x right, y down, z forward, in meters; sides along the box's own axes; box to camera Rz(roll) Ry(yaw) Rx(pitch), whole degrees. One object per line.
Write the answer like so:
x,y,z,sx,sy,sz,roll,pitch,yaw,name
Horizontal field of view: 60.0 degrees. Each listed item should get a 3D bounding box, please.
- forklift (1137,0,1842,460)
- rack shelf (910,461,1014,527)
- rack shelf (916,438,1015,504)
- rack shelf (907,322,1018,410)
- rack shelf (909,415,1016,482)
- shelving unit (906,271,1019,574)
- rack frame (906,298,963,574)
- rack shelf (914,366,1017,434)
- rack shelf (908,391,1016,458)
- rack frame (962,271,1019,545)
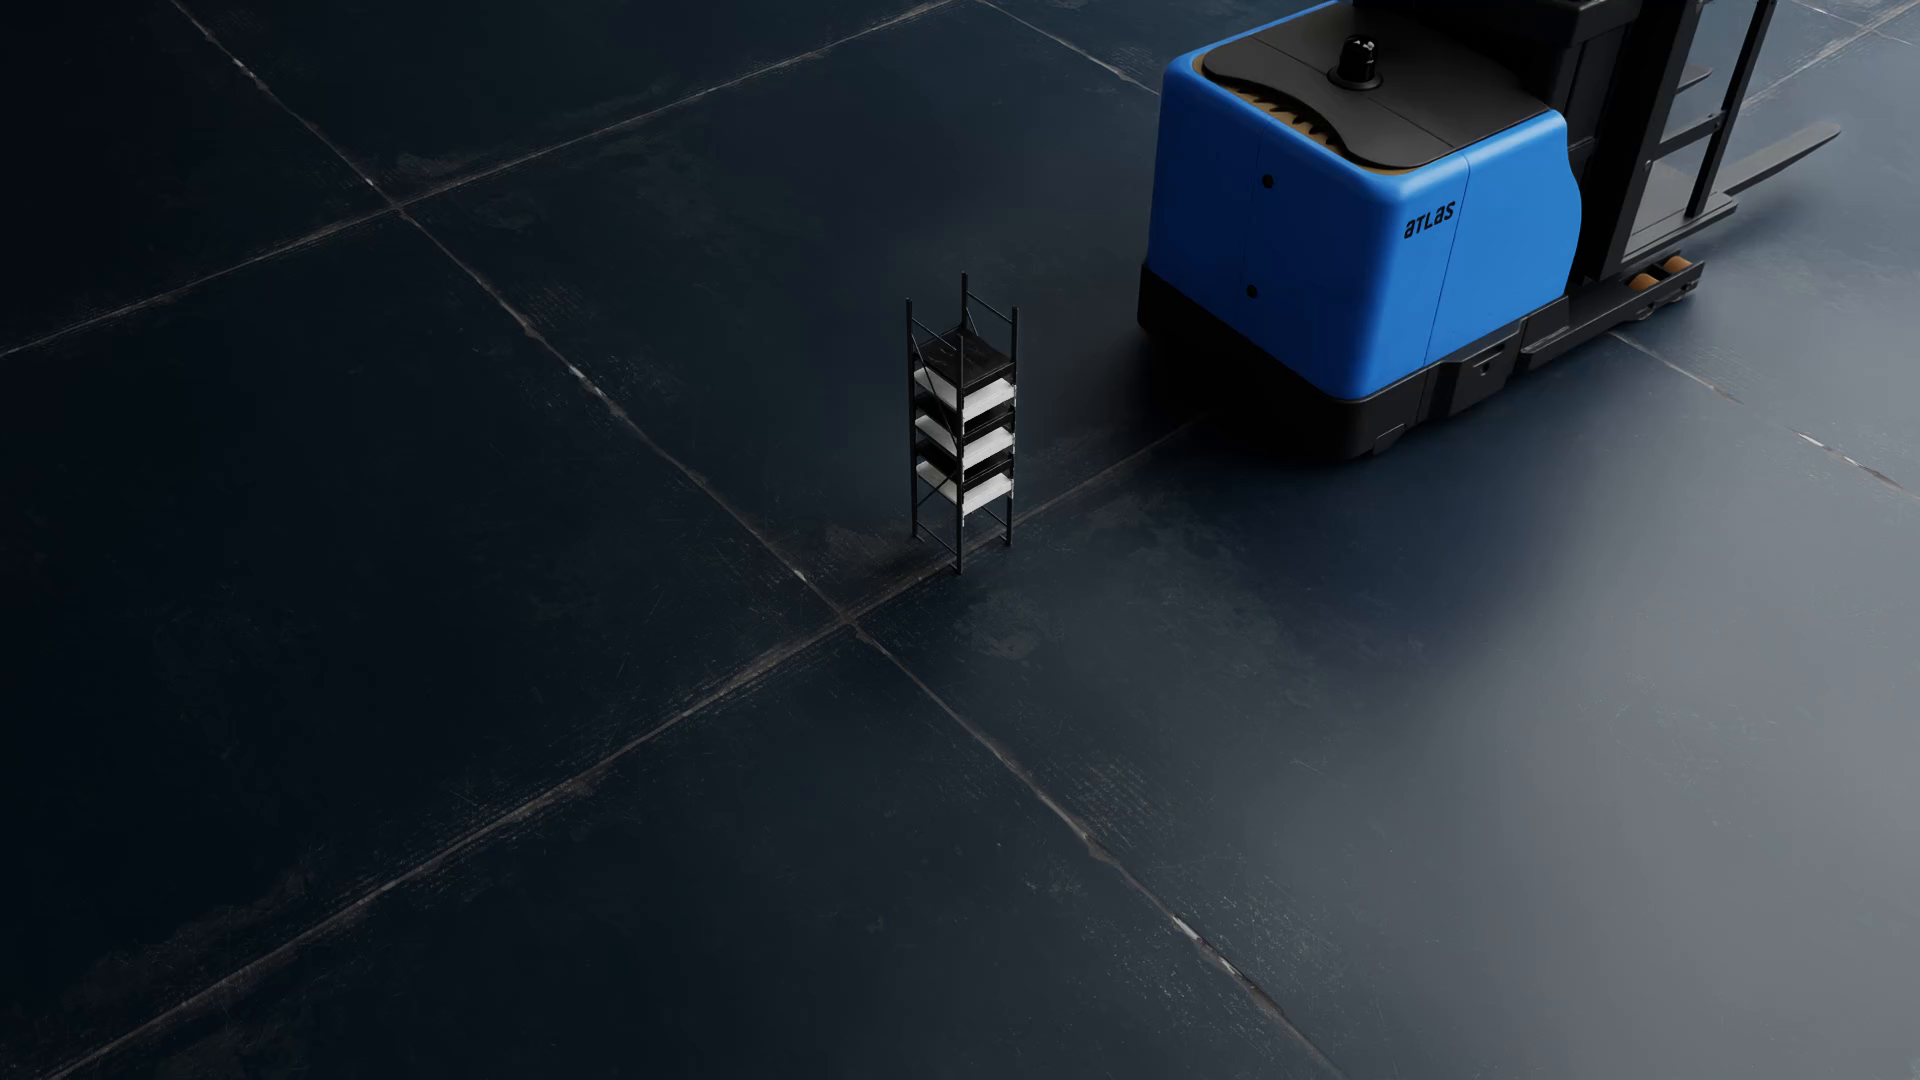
2.130,-2.144,5.392,3.031,2.935,1.130,-26,49,-25,forklift
0.006,-0.176,5.092,0.200,0.077,0.258,-30,51,-28,rack shelf
0.006,-0.242,5.030,0.200,0.077,0.258,-30,51,-28,rack shelf
0.006,-0.504,4.784,0.200,0.077,0.258,-30,51,-28,rack shelf
0.006,-0.307,4.969,0.200,0.077,0.258,-30,51,-28,rack shelf
0.006,-0.332,4.946,0.210,0.900,0.258,-30,51,-28,shelving unit
-0.072,-0.287,4.898,0.006,0.900,0.240,-30,51,-28,rack frame
0.006,-0.438,4.845,0.200,0.077,0.258,-30,51,-28,rack shelf
0.006,-0.373,4.907,0.200,0.077,0.258,-30,51,-28,rack shelf
0.084,-0.376,4.993,0.006,0.900,0.240,-30,51,-28,rack frame
